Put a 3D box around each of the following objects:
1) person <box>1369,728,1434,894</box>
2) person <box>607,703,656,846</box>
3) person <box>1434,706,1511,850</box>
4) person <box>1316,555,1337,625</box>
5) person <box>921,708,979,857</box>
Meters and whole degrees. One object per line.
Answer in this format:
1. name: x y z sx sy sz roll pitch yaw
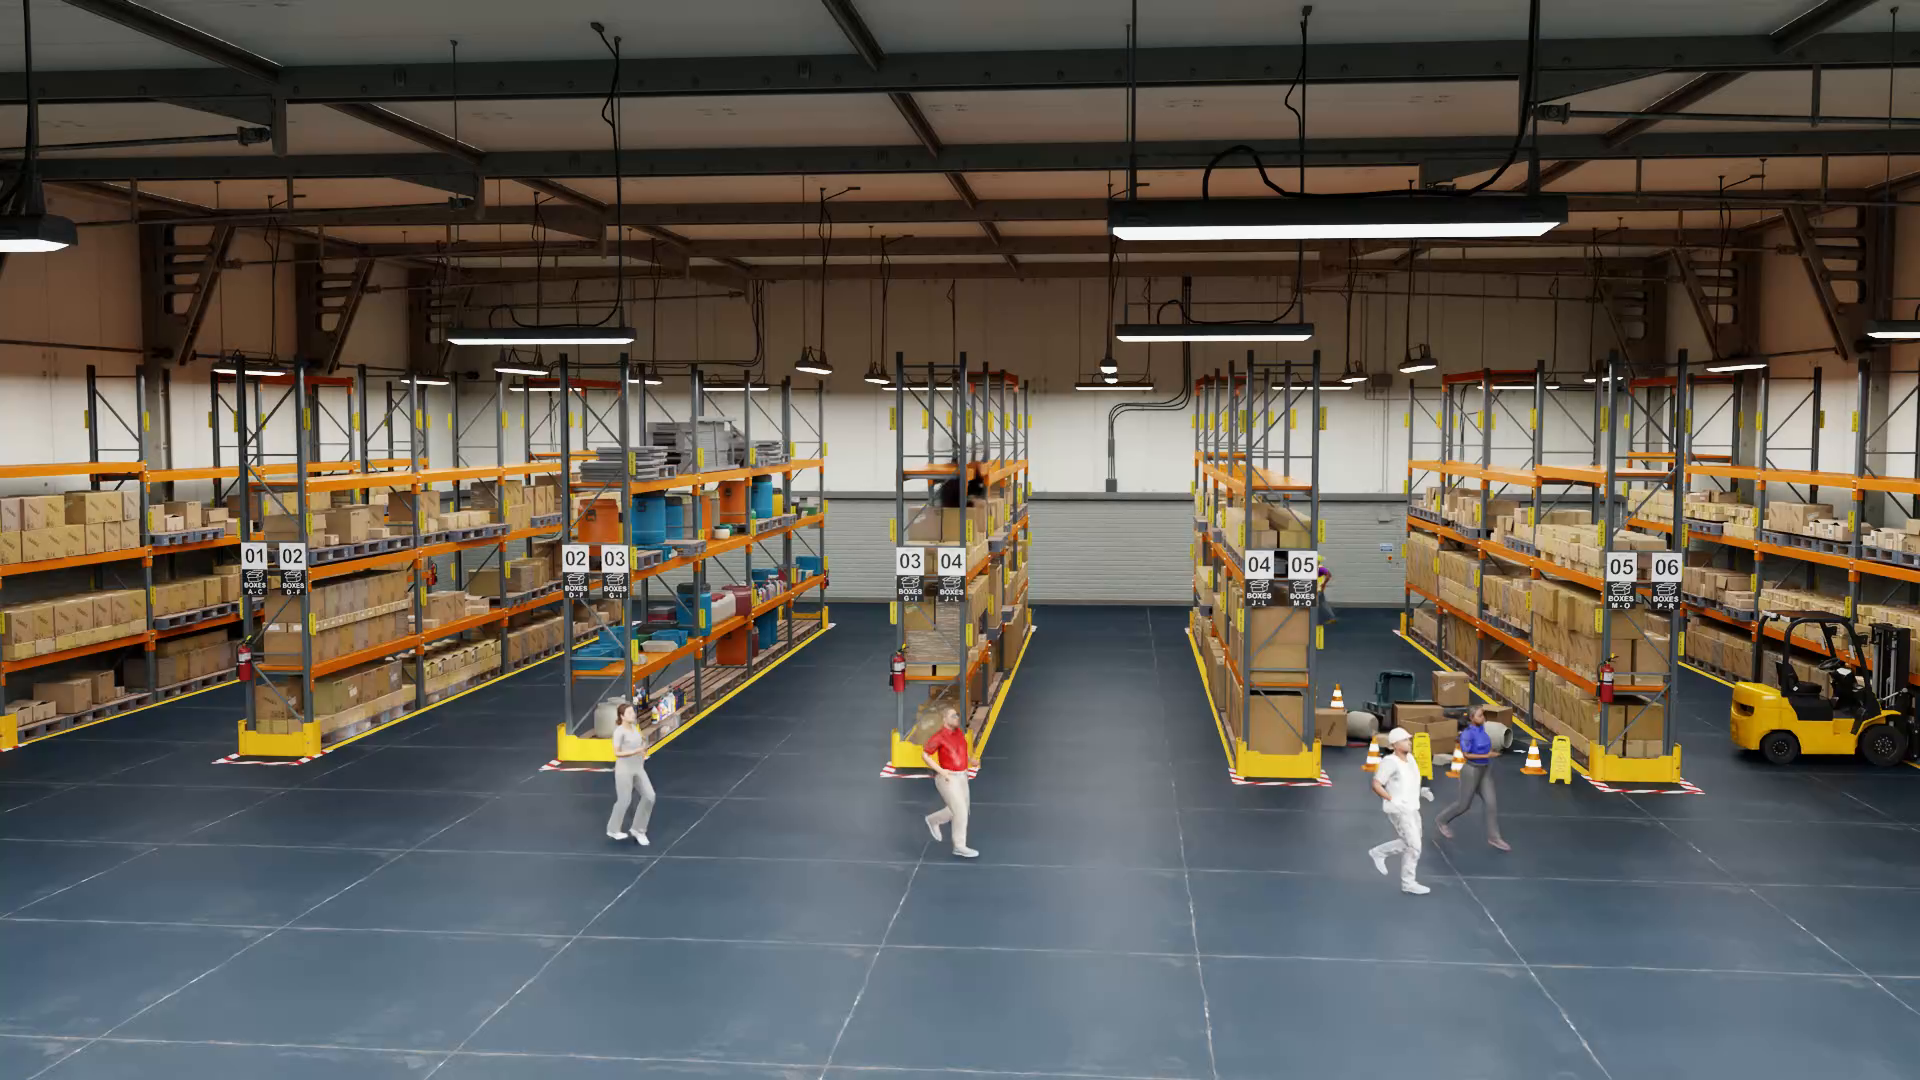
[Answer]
1. person: 4.681 2.872 17.753 0.755 1.740 0.690 4 5 41
2. person: -3.902 2.772 19.667 0.691 1.704 0.544 3 5 32
3. person: 6.057 2.765 19.572 0.575 1.643 0.939 -3 5 -39
4. person: 8.723 1.255 40.408 0.889 1.799 0.710 1 4 9
5. person: -0.095 2.786 19.273 0.765 1.688 0.675 3 5 35
